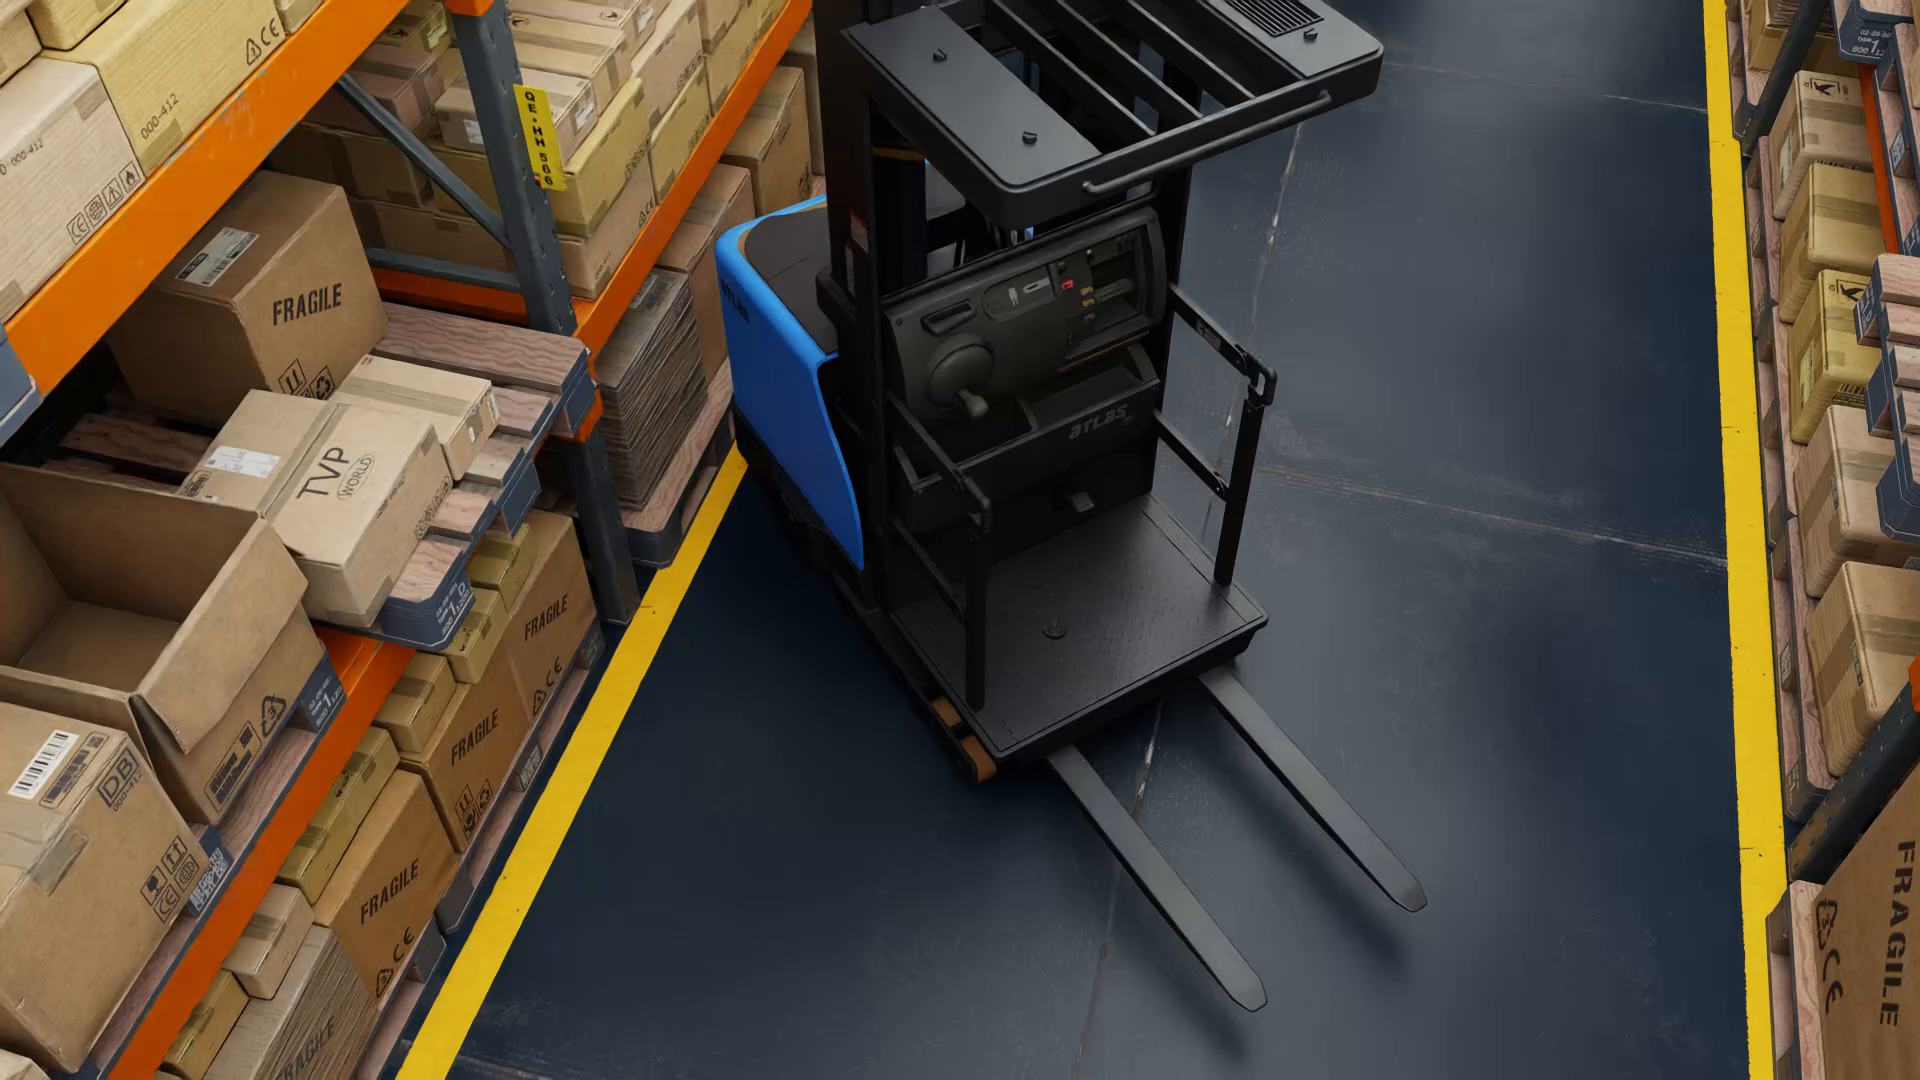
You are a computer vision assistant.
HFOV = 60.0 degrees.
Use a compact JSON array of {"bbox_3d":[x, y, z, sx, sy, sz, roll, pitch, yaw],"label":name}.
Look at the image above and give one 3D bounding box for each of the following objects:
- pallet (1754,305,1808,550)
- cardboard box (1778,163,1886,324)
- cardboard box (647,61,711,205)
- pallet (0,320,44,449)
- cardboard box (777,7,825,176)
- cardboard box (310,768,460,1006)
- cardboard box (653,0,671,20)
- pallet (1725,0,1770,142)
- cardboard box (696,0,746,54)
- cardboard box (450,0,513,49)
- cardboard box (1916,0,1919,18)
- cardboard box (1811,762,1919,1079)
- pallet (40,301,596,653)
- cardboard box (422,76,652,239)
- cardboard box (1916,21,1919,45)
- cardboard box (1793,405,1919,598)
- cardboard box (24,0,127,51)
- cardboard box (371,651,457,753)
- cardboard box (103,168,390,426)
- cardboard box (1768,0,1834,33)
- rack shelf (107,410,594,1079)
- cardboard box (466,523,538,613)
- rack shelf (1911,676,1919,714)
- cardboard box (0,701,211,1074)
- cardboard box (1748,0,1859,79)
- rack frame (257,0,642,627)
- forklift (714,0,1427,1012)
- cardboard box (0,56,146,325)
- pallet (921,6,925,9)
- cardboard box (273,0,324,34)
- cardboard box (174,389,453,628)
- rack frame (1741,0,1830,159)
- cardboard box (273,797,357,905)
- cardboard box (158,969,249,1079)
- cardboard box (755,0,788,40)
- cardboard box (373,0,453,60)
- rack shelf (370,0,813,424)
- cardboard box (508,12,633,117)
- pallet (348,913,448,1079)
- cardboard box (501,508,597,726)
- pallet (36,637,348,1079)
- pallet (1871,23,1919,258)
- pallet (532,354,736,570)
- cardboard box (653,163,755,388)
[{"bbox_3d":[3.662,-0.369,6.435,1.003,0.211,1.213,12,50,10],"label":"pallet"},{"bbox_3d":[3.863,-1.109,6.701,0.950,0.372,0.625,14,50,12],"label":"cardboard box"},{"bbox_3d":[-1.169,-1.409,5.593,0.500,0.250,0.500,11,49,9],"label":"cardboard box"},{"bbox_3d":[-2.202,-0.069,2.435,1.213,0.211,1.003,12,50,10],"label":"pallet"},{"bbox_3d":[-0.944,-2.131,7.434,0.875,0.625,0.625,11,50,10],"label":"cardboard box"},{"bbox_3d":[-1.839,0.952,4.796,0.500,0.500,0.500,14,50,12],"label":"cardboard box"},{"bbox_3d":[-1.122,-1.820,5.356,0.380,0.149,0.250,12,50,10],"label":"cardboard box"},{"bbox_3d":[4.327,-2.310,8.148,1.003,0.211,1.213,12,50,10],"label":"pallet"},{"bbox_3d":[-1.018,-1.949,5.736,0.500,0.250,0.500,10,49,9],"label":"cardboard box"},{"bbox_3d":[-1.675,-1.689,5.507,0.500,0.250,0.500,12,50,10],"label":"cardboard box"},{"bbox_3d":[3.510,-2.011,5.479,0.500,0.500,0.500,11,50,10],"label":"cardboard box"},{"bbox_3d":[2.869,1.201,4.327,0.875,0.875,0.875,11,50,10],"label":"cardboard box"},{"bbox_3d":[-1.769,-0.256,4.603,1.213,0.211,1.003,12,50,10],"label":"pallet"},{"bbox_3d":[-1.282,-1.207,5.081,0.500,0.250,0.500,12,50,10],"label":"cardboard box"},{"bbox_3d":[3.484,-1.703,5.640,0.380,0.149,0.250,12,50,10],"label":"cardboard box"},{"bbox_3d":[3.476,-0.058,5.773,0.950,0.372,0.625,11,49,9],"label":"cardboard box"},{"bbox_3d":[-1.723,-1.037,2.998,0.380,0.149,0.250,12,50,10],"label":"cardboard box"},{"bbox_3d":[-1.698,0.442,4.813,0.380,0.149,0.250,10,49,9],"label":"cardboard box"},{"bbox_3d":[-1.945,-0.654,4.480,0.500,0.500,0.500,14,50,12],"label":"cardboard box"},{"bbox_3d":[4.081,-2.698,7.684,0.500,0.500,0.500,11,49,10],"label":"cardboard box"},{"bbox_3d":[-2.185,0.861,3.969,1.077,0.370,4.000,12,50,10],"label":"rack shelf"},{"bbox_3d":[-1.544,0.057,5.153,0.380,0.149,0.250,9,49,8],"label":"cardboard box"},{"bbox_3d":[2.605,1.838,3.107,1.077,0.370,4.000,12,50,10],"label":"rack shelf"},{"bbox_3d":[-2.025,0.650,3.329,0.700,0.500,0.500,11,50,10],"label":"cardboard box"},{"bbox_3d":[4.081,-2.450,7.965,0.500,0.250,0.500,14,50,12],"label":"cardboard box"},{"bbox_3d":[-1.658,-0.824,4.976,1.000,3.000,0.127,12,50,10],"label":"rack frame"},{"bbox_3d":[0.329,-0.568,4.796,1.130,2.935,3.031,-25,53,-20],"label":"forklift"},{"bbox_3d":[-1.822,-0.622,2.897,0.500,0.250,0.500,12,50,10],"label":"cardboard box"},{"bbox_3d":[-0.762,-2.254,8.098,1.003,0.211,1.213,12,50,10],"label":"pallet"},{"bbox_3d":[-1.559,-1.347,3.538,0.500,0.250,0.500,10,49,9],"label":"cardboard box"},{"bbox_3d":[-1.624,-0.086,4.145,0.500,0.250,0.500,9,49,8],"label":"cardboard box"},{"bbox_3d":[4.184,-2.740,6.668,1.000,3.000,0.127,12,50,10],"label":"rack frame"},{"bbox_3d":[-1.876,0.805,4.493,0.380,0.149,0.250,11,49,9],"label":"cardboard box"},{"bbox_3d":[-2.034,1.178,4.164,0.380,0.149,0.250,12,50,10],"label":"cardboard box"},{"bbox_3d":[-0.902,-2.158,6.254,0.500,0.250,0.500,13,50,11],"label":"cardboard box"},{"bbox_3d":[-1.807,-1.558,5.125,0.380,0.149,0.250,13,50,11],"label":"cardboard box"},{"bbox_3d":[-1.132,-2.032,6.523,1.077,0.370,4.000,12,50,10],"label":"rack shelf"},{"bbox_3d":[-1.221,-1.437,5.018,0.380,0.149,0.250,13,50,11],"label":"cardboard box"},{"bbox_3d":[-2.214,1.511,4.775,1.003,0.211,1.213,12,50,10],"label":"pallet"},{"bbox_3d":[-1.562,0.213,5.449,0.500,0.500,0.500,13,50,11],"label":"cardboard box"},{"bbox_3d":[-2.166,0.647,3.806,1.003,0.211,1.213,12,50,10],"label":"pallet"},{"bbox_3d":[3.613,-1.223,5.457,1.003,0.211,1.213,12,50,10],"label":"pallet"},{"bbox_3d":[-1.404,-0.489,6.540,1.003,0.211,1.213,12,50,10],"label":"pallet"},{"bbox_3d":[-1.316,-1.099,6.523,0.875,0.625,0.625,13,50,11],"label":"cardboard box"}]
